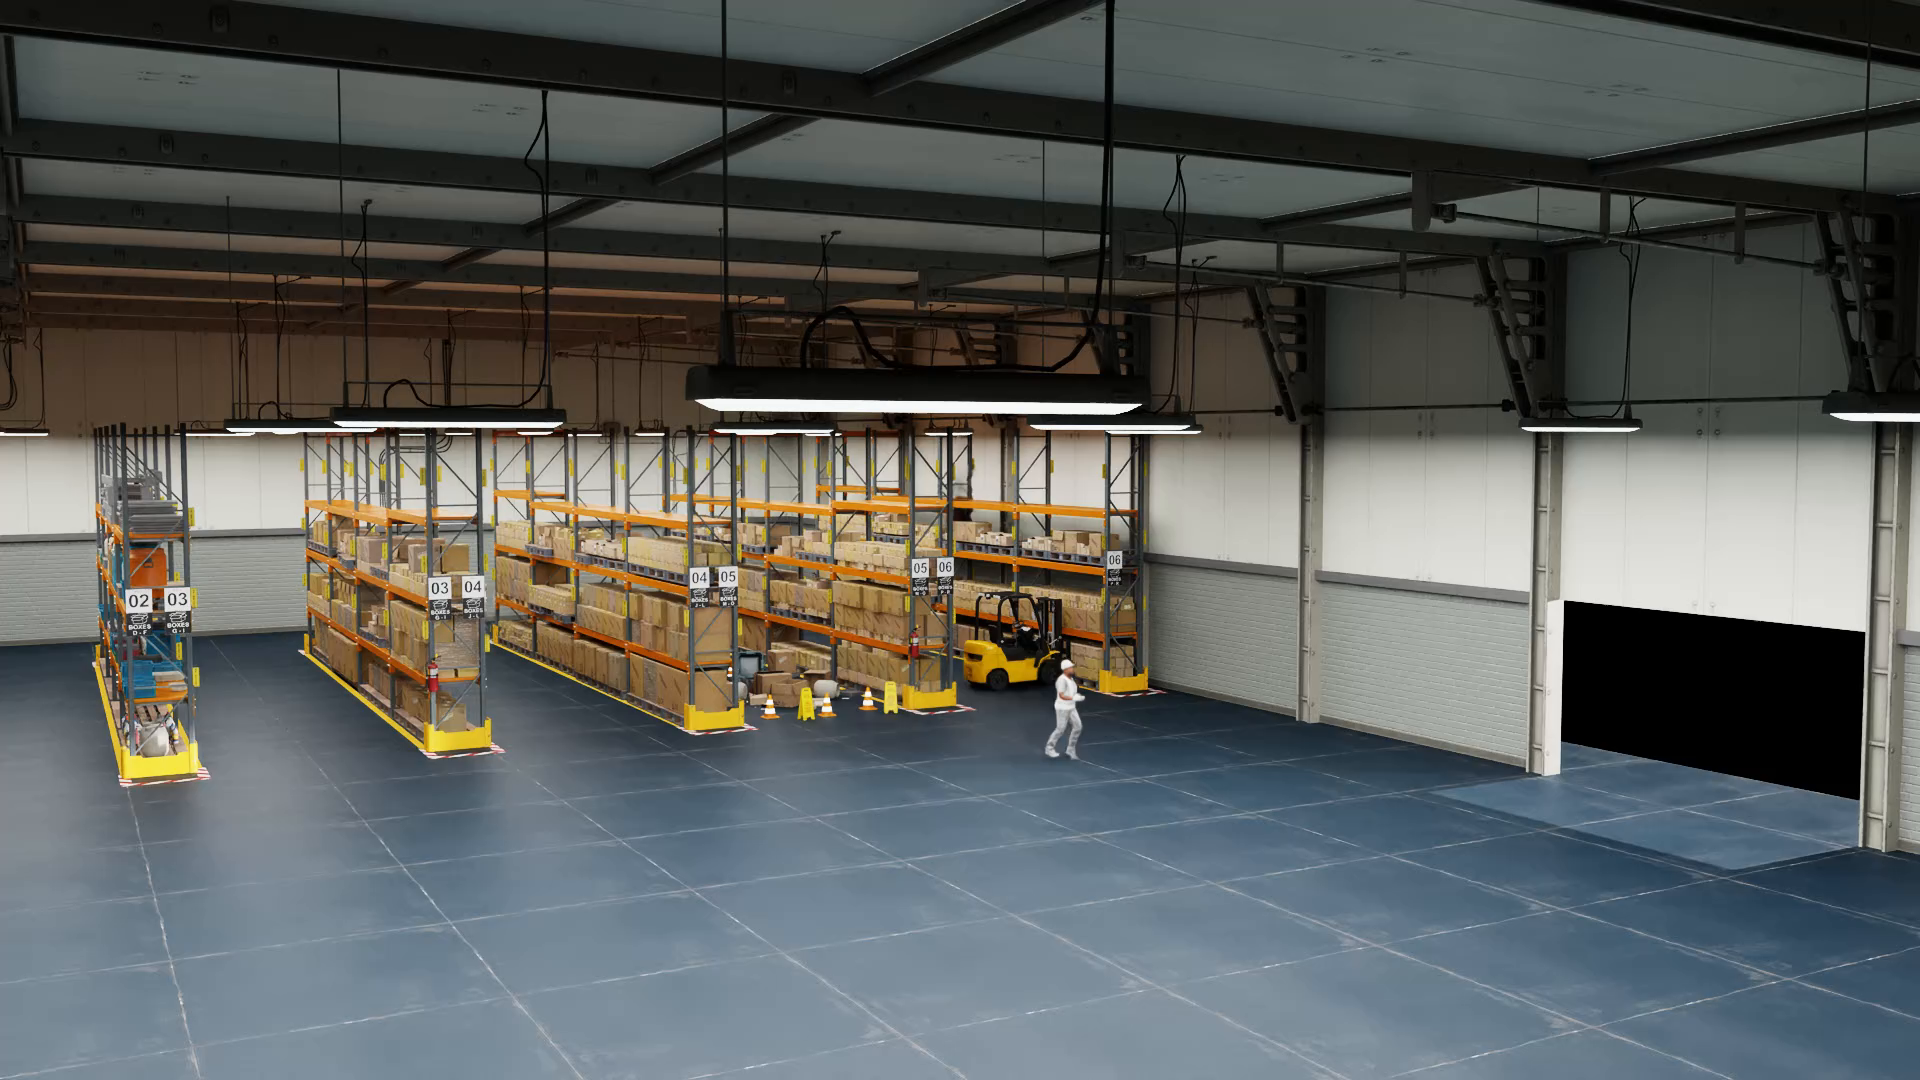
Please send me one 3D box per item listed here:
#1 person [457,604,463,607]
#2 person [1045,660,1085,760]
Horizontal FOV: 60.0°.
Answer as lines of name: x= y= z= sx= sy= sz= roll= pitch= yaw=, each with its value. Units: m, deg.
person: x=-14.244 y=2.074 z=47.192 sx=0.762 sy=1.604 sz=0.579 roll=2 pitch=4 yaw=35
person: x=1.898 y=3.053 z=29.655 sx=0.761 sy=1.852 sz=0.700 roll=2 pitch=4 yaw=25
